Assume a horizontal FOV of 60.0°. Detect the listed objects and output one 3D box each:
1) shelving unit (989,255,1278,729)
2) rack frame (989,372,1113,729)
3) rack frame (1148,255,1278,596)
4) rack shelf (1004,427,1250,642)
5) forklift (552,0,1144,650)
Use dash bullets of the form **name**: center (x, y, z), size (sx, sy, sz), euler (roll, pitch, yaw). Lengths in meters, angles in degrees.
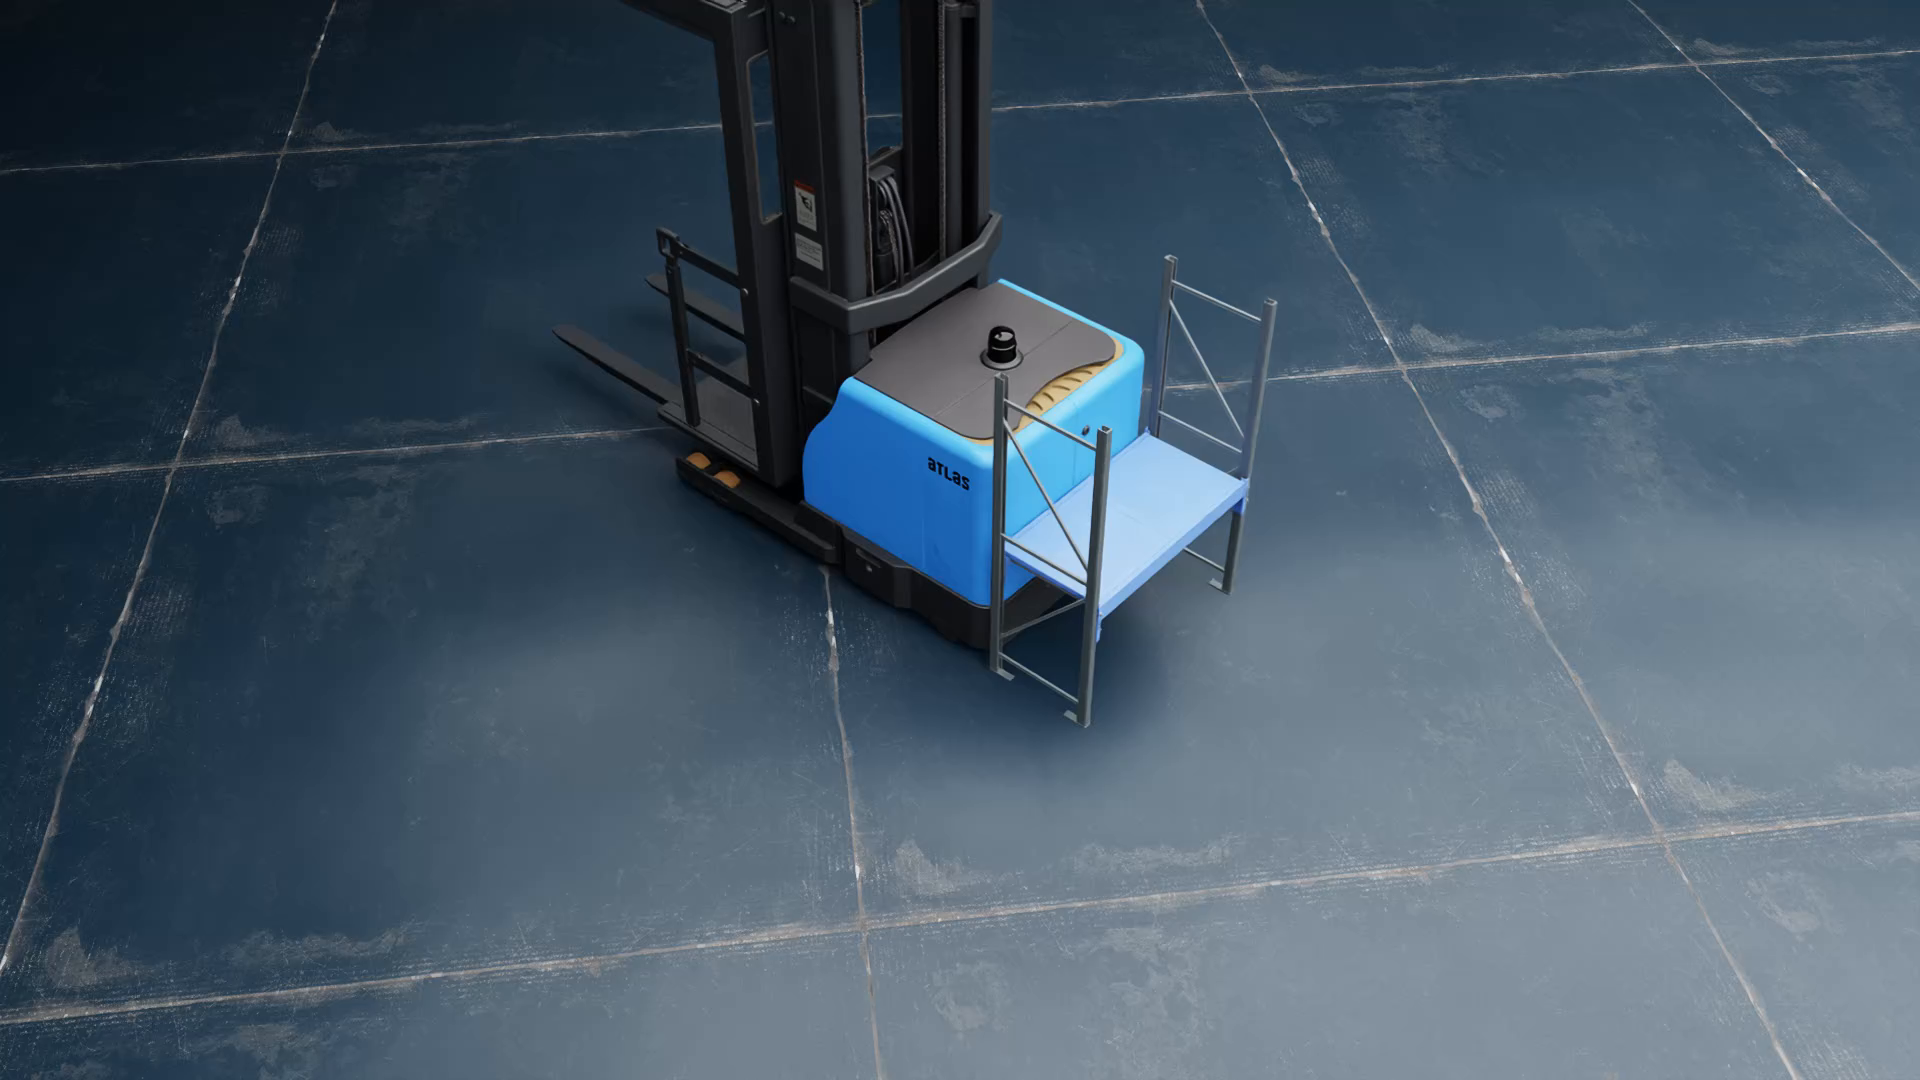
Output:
- **shelving unit**: center (0.654, -0.177, 6.542), size (0.538, 1.500, 1.048), euler (30, 50, 29)
- **rack frame**: center (0.320, 0.079, 6.257), size (0.500, 1.500, 0.032), euler (30, 50, 29)
- **rack frame**: center (0.988, -0.434, 6.826), size (0.500, 1.500, 0.032), euler (30, 50, 29)
- **rack shelf**: center (0.654, -0.044, 6.662), size (0.538, 0.185, 1.000), euler (30, 50, 29)
- **forklift**: center (-0.678, -1.482, 6.920), size (3.031, 2.935, 1.130), euler (30, 50, 29)
